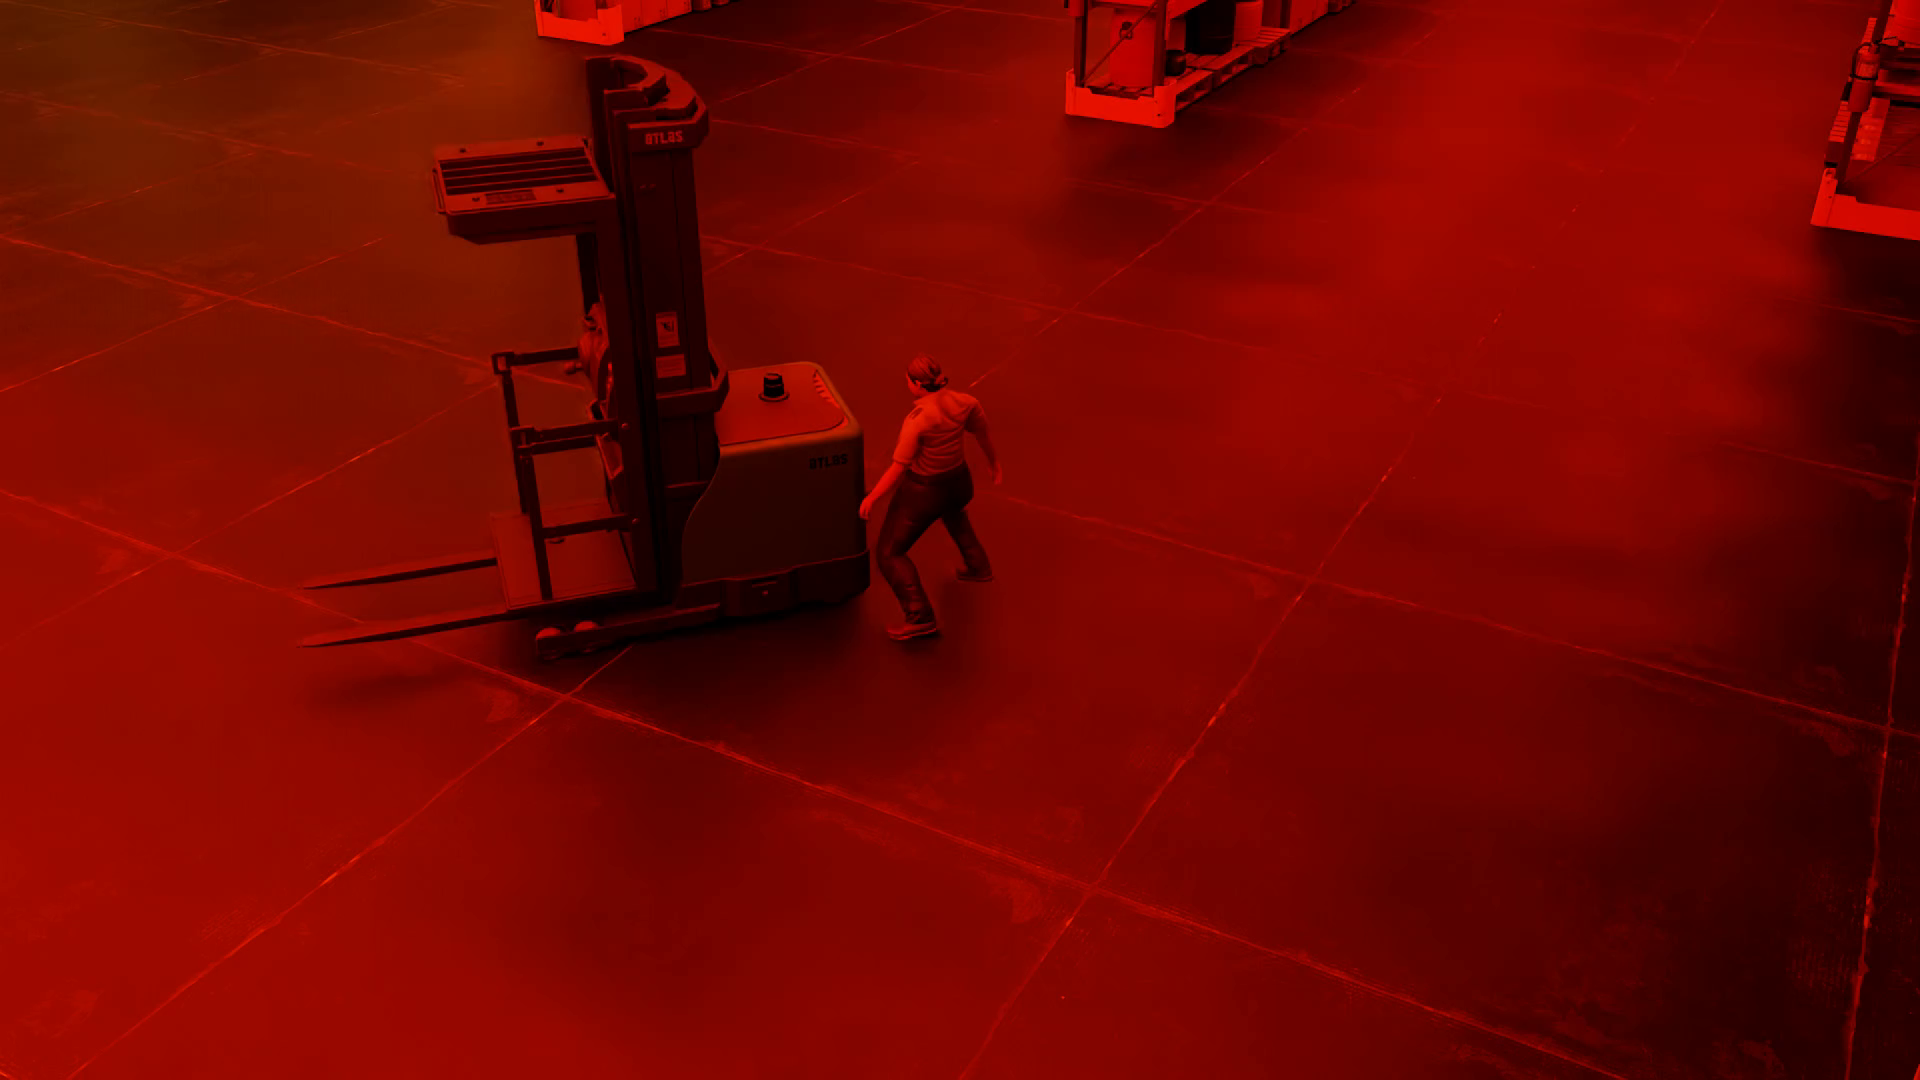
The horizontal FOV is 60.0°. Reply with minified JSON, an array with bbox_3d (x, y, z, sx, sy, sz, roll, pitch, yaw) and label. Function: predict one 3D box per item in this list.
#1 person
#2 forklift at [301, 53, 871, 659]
[{"bbox_3d":[-0.141,-0.304,9.000,0.850,1.562,0.544,-21,36,-32],"label":"person"},{"bbox_3d":[-2.082,-0.929,8.680,3.031,2.935,1.130,-10,31,-16],"label":"forklift"}]
